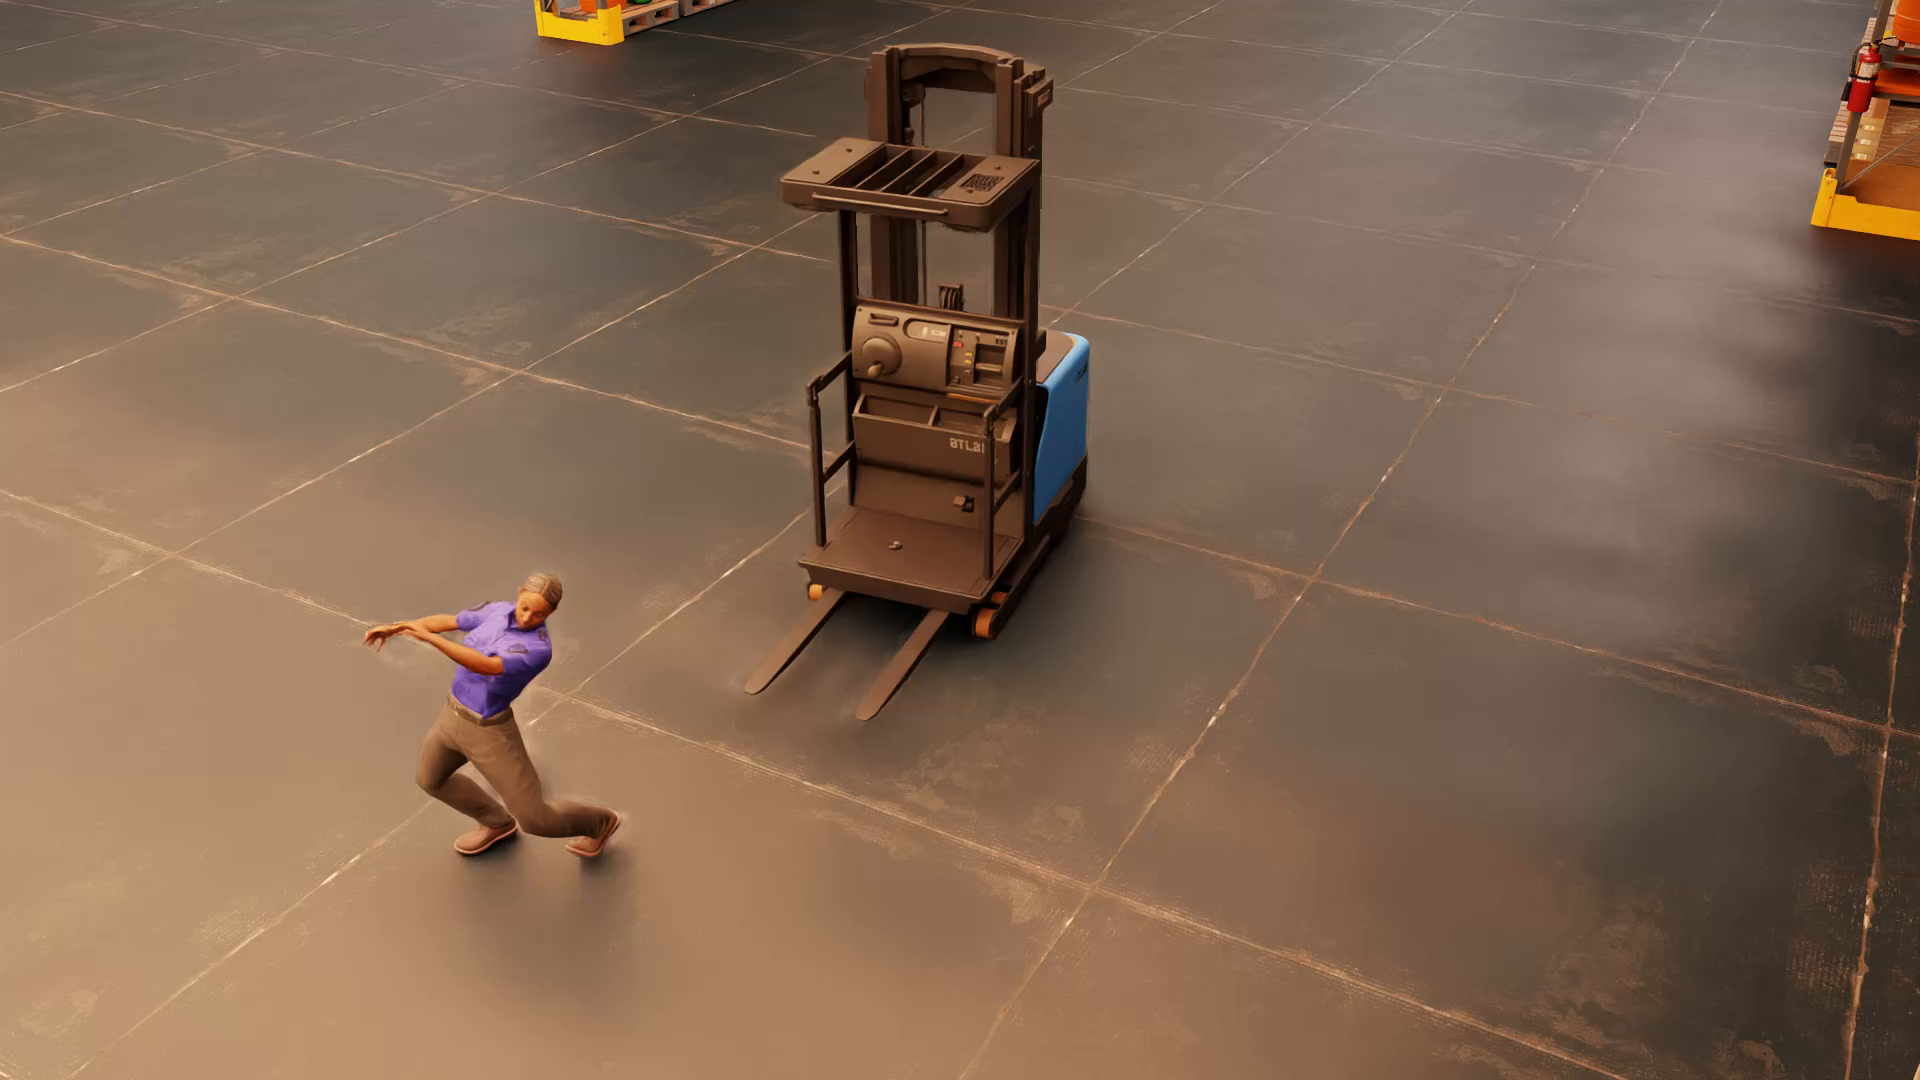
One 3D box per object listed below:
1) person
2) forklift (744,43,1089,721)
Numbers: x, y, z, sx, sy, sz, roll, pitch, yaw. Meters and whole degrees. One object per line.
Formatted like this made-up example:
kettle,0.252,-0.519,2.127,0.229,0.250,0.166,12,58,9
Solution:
person,-2.119,0.781,7.195,0.994,1.437,0.728,19,35,29
forklift,-0.215,-0.968,8.747,1.130,2.935,3.031,11,32,18
